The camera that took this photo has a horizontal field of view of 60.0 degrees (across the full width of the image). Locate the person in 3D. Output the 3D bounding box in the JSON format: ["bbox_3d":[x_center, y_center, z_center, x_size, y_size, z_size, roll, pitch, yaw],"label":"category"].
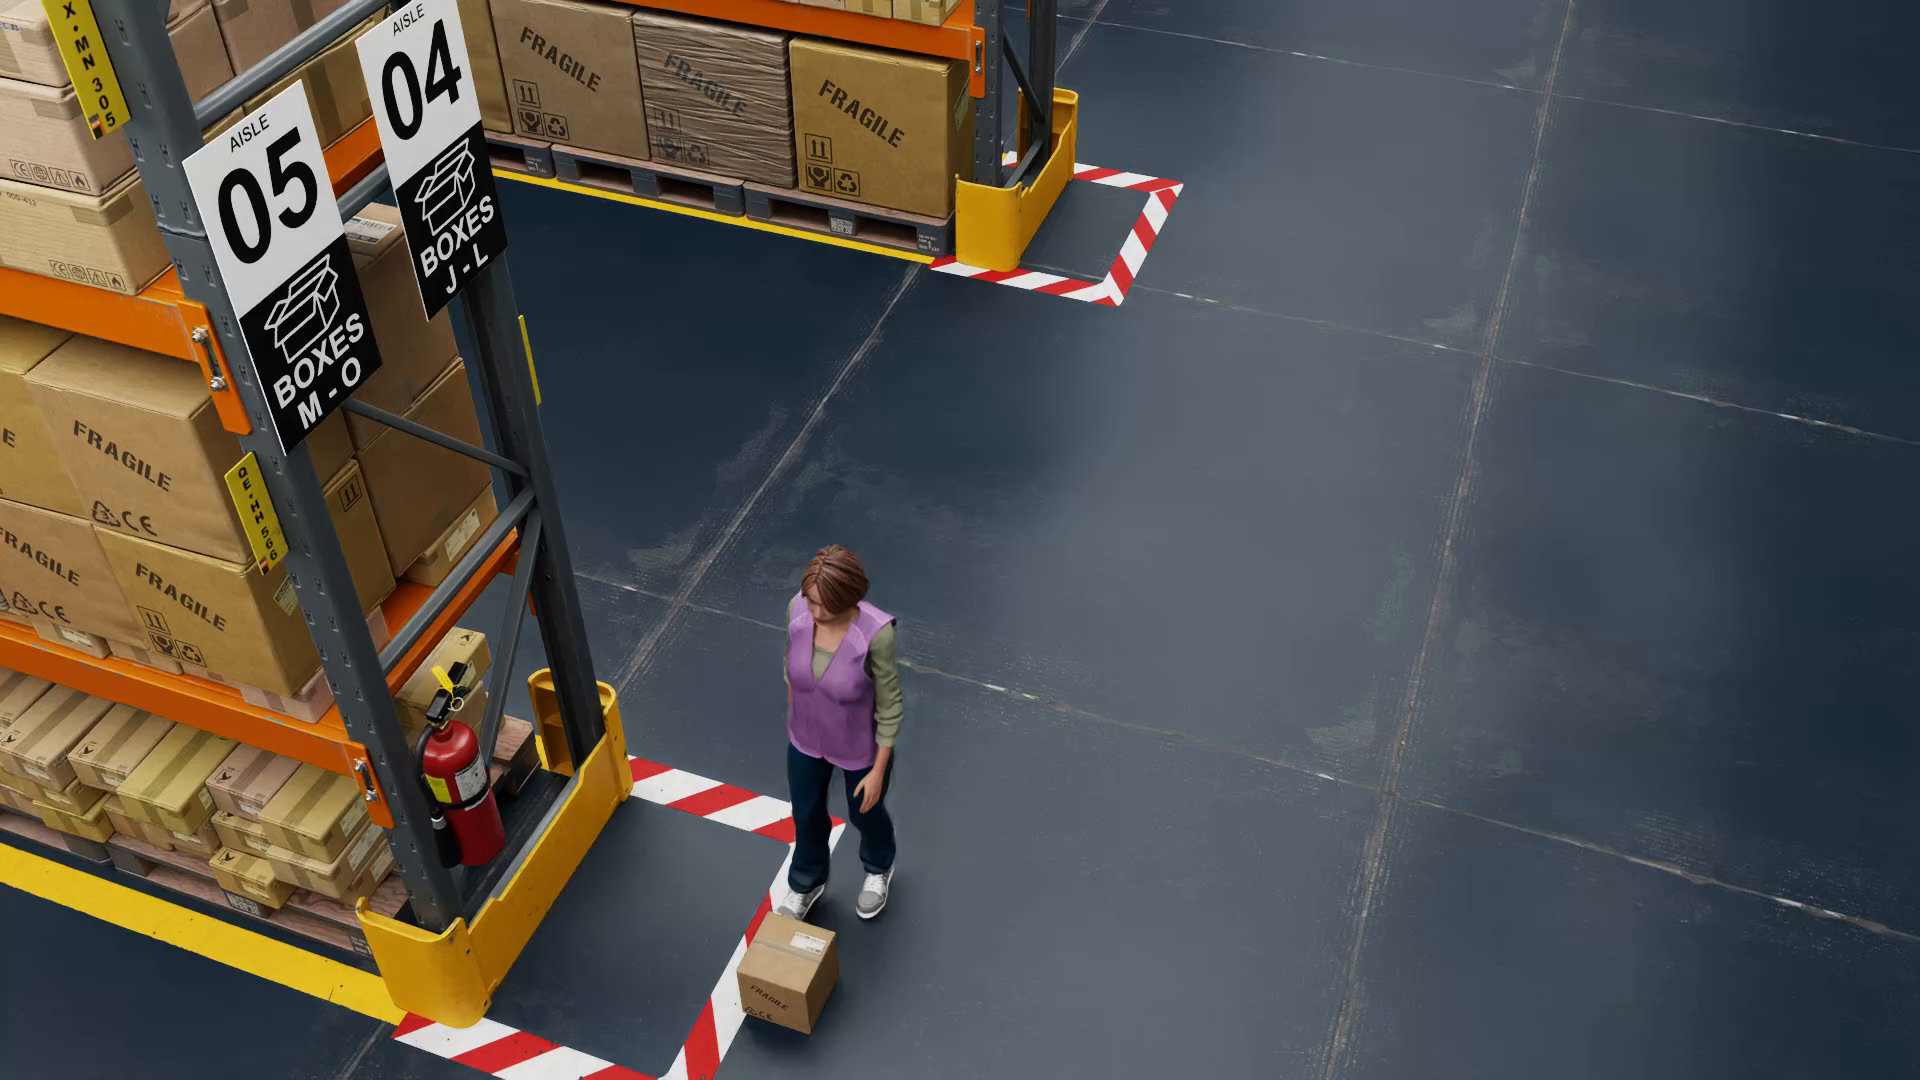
[{"bbox_3d":[-0.408,0.692,5.386,0.455,1.609,0.461,16,45,17],"label":"person"}]
